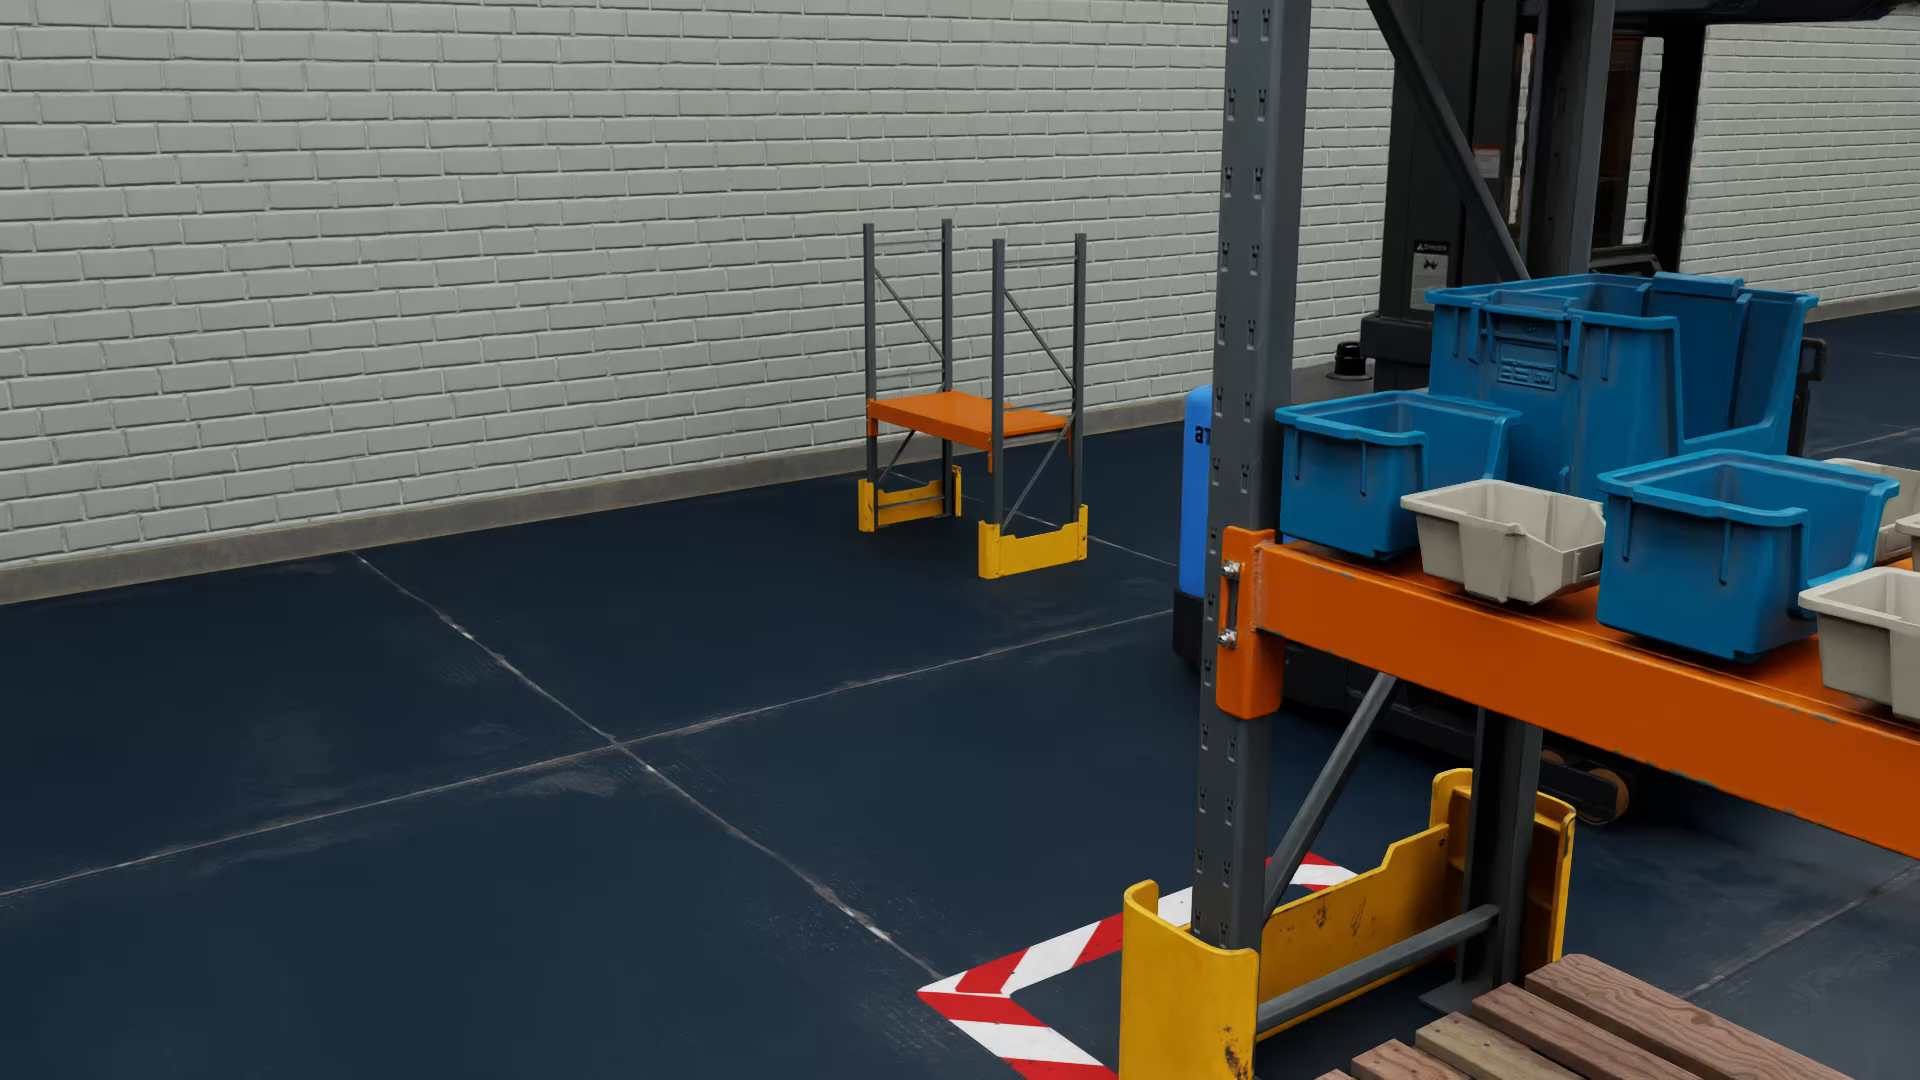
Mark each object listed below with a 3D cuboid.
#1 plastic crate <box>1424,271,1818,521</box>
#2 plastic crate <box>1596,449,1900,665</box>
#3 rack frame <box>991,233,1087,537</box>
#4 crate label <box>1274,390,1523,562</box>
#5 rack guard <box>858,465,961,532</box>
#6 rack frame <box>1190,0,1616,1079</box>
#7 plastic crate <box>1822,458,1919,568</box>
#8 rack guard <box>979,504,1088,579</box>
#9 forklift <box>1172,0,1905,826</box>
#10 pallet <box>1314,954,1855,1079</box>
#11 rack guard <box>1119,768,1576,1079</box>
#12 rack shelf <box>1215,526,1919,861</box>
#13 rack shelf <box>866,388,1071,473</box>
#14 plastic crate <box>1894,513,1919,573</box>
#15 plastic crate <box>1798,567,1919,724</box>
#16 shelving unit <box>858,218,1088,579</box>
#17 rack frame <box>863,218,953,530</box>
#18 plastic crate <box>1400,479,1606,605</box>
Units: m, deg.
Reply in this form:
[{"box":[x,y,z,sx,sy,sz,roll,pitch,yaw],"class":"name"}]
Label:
[{"box":[1.262,-0.279,3.234,0.616,0.435,0.499,-11,19,-35],"class":"plastic crate"},{"box":[1.180,0.020,2.523,0.416,0.233,0.300,-11,19,-35],"class":"plastic crate"},{"box":[0.349,-0.597,7.415,0.500,1.500,0.032,-11,19,-35],"class":"rack frame"},{"box":[0.793,-0.120,3.037,0.416,0.233,0.303,-11,19,-35],"class":"crate label"},{"box":[-0.248,-0.211,8.372,0.587,0.250,0.087,-11,19,-35],"class":"rack guard"},{"box":[0.914,-0.276,3.402,1.000,3.000,0.127,-11,19,-35],"class":"rack frame"},{"box":[1.540,-0.032,2.895,0.396,0.136,0.243,-11,19,-35],"class":"plastic crate"},{"box":[0.338,0.002,7.595,0.587,0.250,0.087,-11,19,-35],"class":"rack guard"},{"box":[2.121,-0.710,5.120,1.130,2.935,3.031,-12,19,-37],"class":"forklift"},{"box":[1.368,1.251,3.105,1.003,0.211,1.213,-11,19,-35],"class":"pallet"},{"box":[0.890,0.927,3.743,1.175,0.500,0.348,-11,19,-35],"class":"rack guard"},{"box":[2.090,0.498,1.937,1.077,0.370,4.000,-11,19,-35],"class":"rack shelf"},{"box":[0.050,-0.532,7.859,0.538,0.185,1.000,-11,19,-35],"class":"rack shelf"},{"box":[1.699,0.033,2.661,0.396,0.136,0.243,-11,19,-35],"class":"plastic crate"},{"box":[1.314,0.152,2.223,0.250,0.136,0.298,-11,19,-35],"class":"plastic crate"},{"box":[0.045,-0.707,7.819,0.587,1.500,1.083,-11,19,-35],"class":"shelving unit"},{"box":[-0.249,-0.814,8.208,0.500,1.500,0.032,-11,19,-35],"class":"rack frame"},{"box":[0.915,0.008,2.752,0.250,0.136,0.298,-11,19,-35],"class":"plastic crate"}]
